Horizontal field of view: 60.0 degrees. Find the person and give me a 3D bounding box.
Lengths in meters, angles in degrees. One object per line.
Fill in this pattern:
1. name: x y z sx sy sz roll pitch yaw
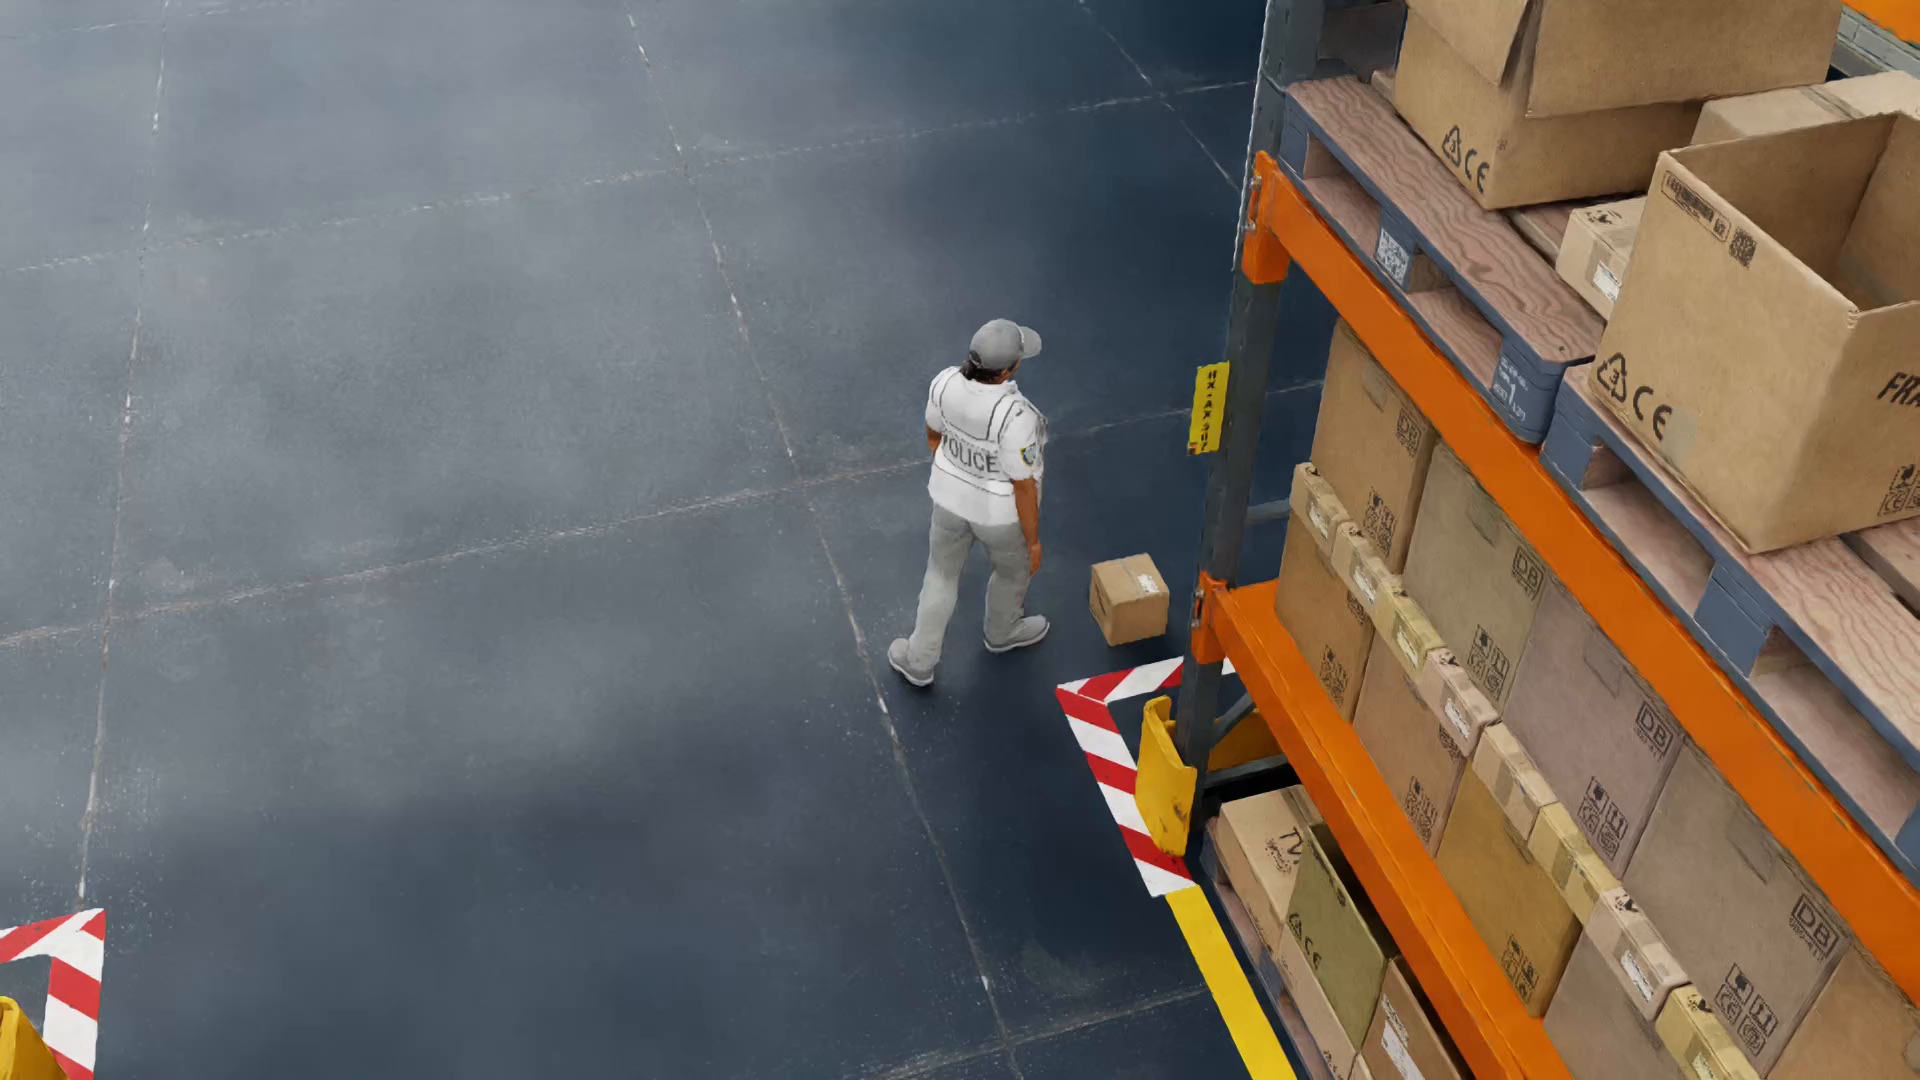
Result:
1. person: 0.072 -0.127 6.304 0.605 1.655 0.655 25 48 25
